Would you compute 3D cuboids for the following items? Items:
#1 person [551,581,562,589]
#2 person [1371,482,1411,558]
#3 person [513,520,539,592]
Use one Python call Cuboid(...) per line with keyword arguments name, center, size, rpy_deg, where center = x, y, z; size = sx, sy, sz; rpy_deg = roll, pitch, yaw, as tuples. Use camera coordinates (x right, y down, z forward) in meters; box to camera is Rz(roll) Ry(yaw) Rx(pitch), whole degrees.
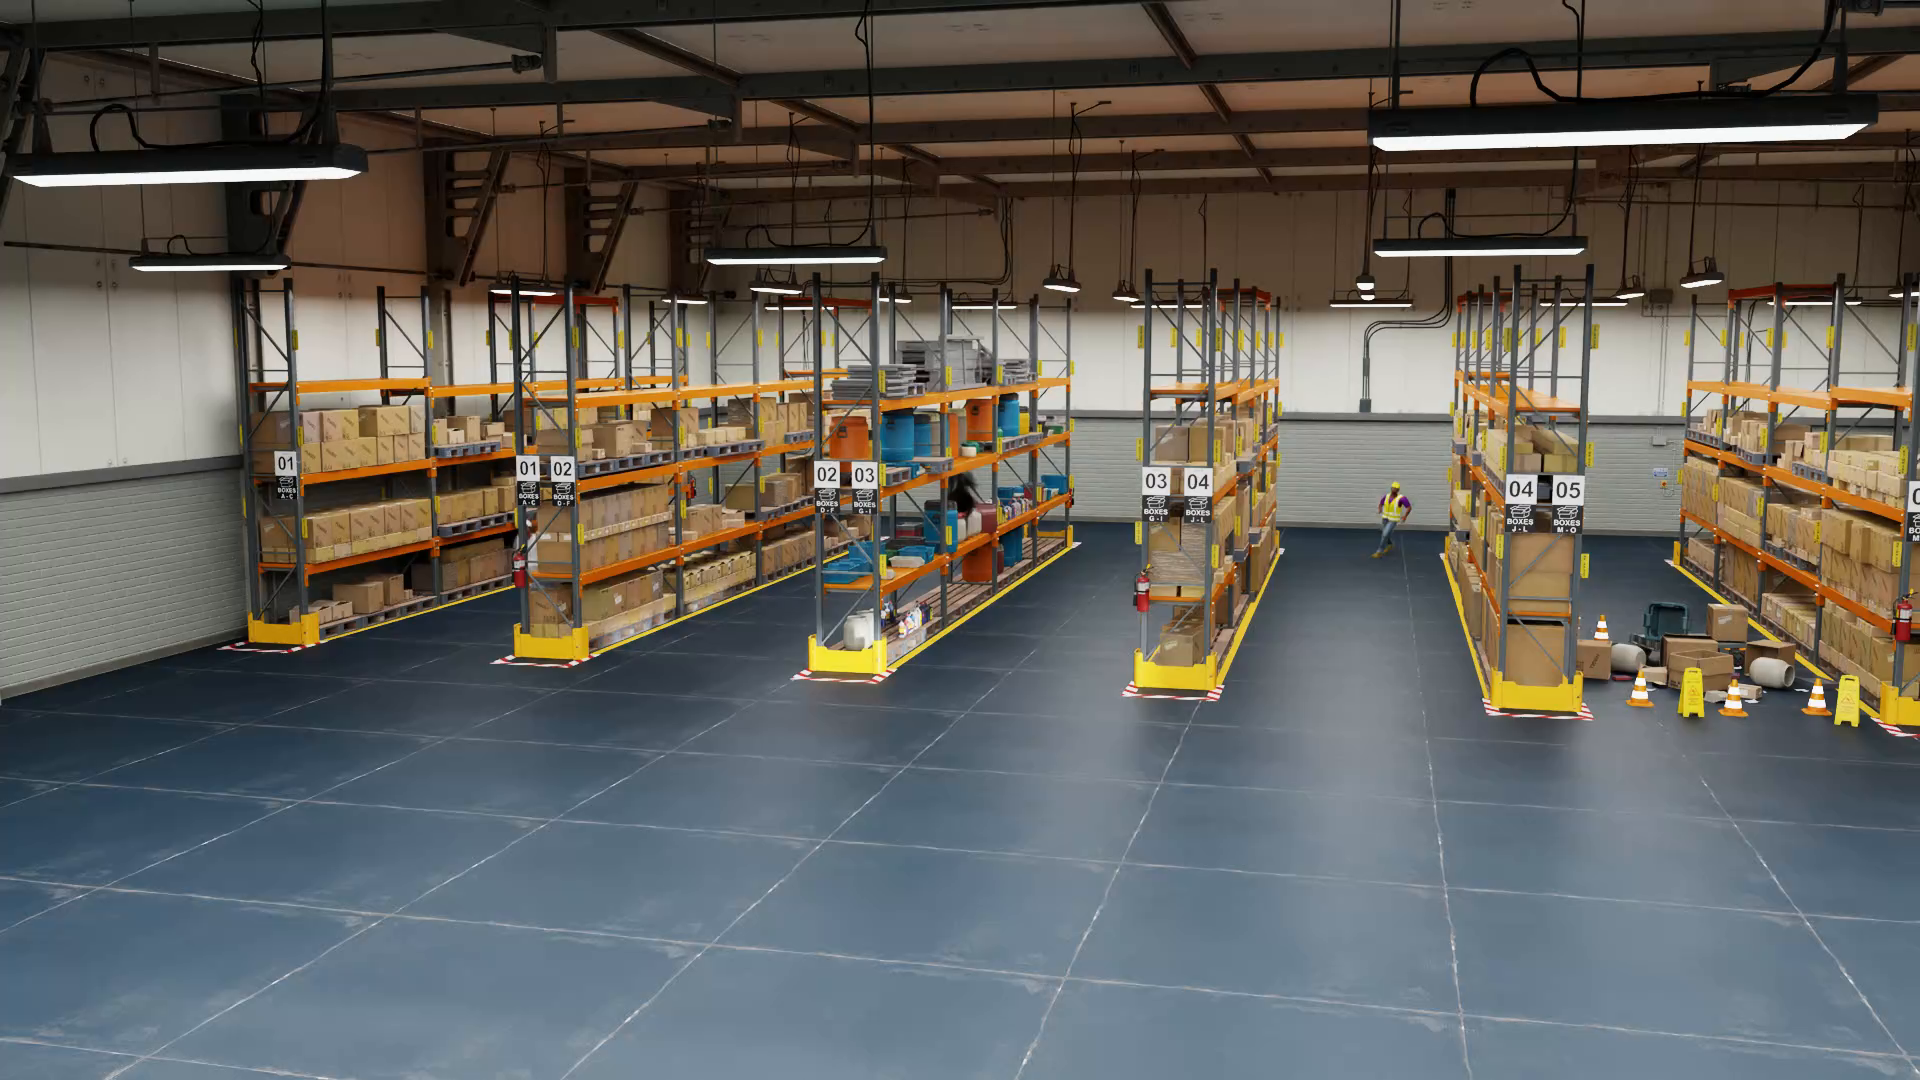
Cuboid(name="person", center=(-7.259, 0.528, 30.100), size=(0.637, 1.752, 0.847), rpy_deg=(2, 7, 13))
Cuboid(name="person", center=(9.943, -0.469, 38.366), size=(0.966, 1.731, 0.764), rpy_deg=(-6, 9, -42))
Cuboid(name="person", center=(-7.906, 0.495, 30.433), size=(0.687, 1.732, 0.564), rpy_deg=(2, 7, 16))
